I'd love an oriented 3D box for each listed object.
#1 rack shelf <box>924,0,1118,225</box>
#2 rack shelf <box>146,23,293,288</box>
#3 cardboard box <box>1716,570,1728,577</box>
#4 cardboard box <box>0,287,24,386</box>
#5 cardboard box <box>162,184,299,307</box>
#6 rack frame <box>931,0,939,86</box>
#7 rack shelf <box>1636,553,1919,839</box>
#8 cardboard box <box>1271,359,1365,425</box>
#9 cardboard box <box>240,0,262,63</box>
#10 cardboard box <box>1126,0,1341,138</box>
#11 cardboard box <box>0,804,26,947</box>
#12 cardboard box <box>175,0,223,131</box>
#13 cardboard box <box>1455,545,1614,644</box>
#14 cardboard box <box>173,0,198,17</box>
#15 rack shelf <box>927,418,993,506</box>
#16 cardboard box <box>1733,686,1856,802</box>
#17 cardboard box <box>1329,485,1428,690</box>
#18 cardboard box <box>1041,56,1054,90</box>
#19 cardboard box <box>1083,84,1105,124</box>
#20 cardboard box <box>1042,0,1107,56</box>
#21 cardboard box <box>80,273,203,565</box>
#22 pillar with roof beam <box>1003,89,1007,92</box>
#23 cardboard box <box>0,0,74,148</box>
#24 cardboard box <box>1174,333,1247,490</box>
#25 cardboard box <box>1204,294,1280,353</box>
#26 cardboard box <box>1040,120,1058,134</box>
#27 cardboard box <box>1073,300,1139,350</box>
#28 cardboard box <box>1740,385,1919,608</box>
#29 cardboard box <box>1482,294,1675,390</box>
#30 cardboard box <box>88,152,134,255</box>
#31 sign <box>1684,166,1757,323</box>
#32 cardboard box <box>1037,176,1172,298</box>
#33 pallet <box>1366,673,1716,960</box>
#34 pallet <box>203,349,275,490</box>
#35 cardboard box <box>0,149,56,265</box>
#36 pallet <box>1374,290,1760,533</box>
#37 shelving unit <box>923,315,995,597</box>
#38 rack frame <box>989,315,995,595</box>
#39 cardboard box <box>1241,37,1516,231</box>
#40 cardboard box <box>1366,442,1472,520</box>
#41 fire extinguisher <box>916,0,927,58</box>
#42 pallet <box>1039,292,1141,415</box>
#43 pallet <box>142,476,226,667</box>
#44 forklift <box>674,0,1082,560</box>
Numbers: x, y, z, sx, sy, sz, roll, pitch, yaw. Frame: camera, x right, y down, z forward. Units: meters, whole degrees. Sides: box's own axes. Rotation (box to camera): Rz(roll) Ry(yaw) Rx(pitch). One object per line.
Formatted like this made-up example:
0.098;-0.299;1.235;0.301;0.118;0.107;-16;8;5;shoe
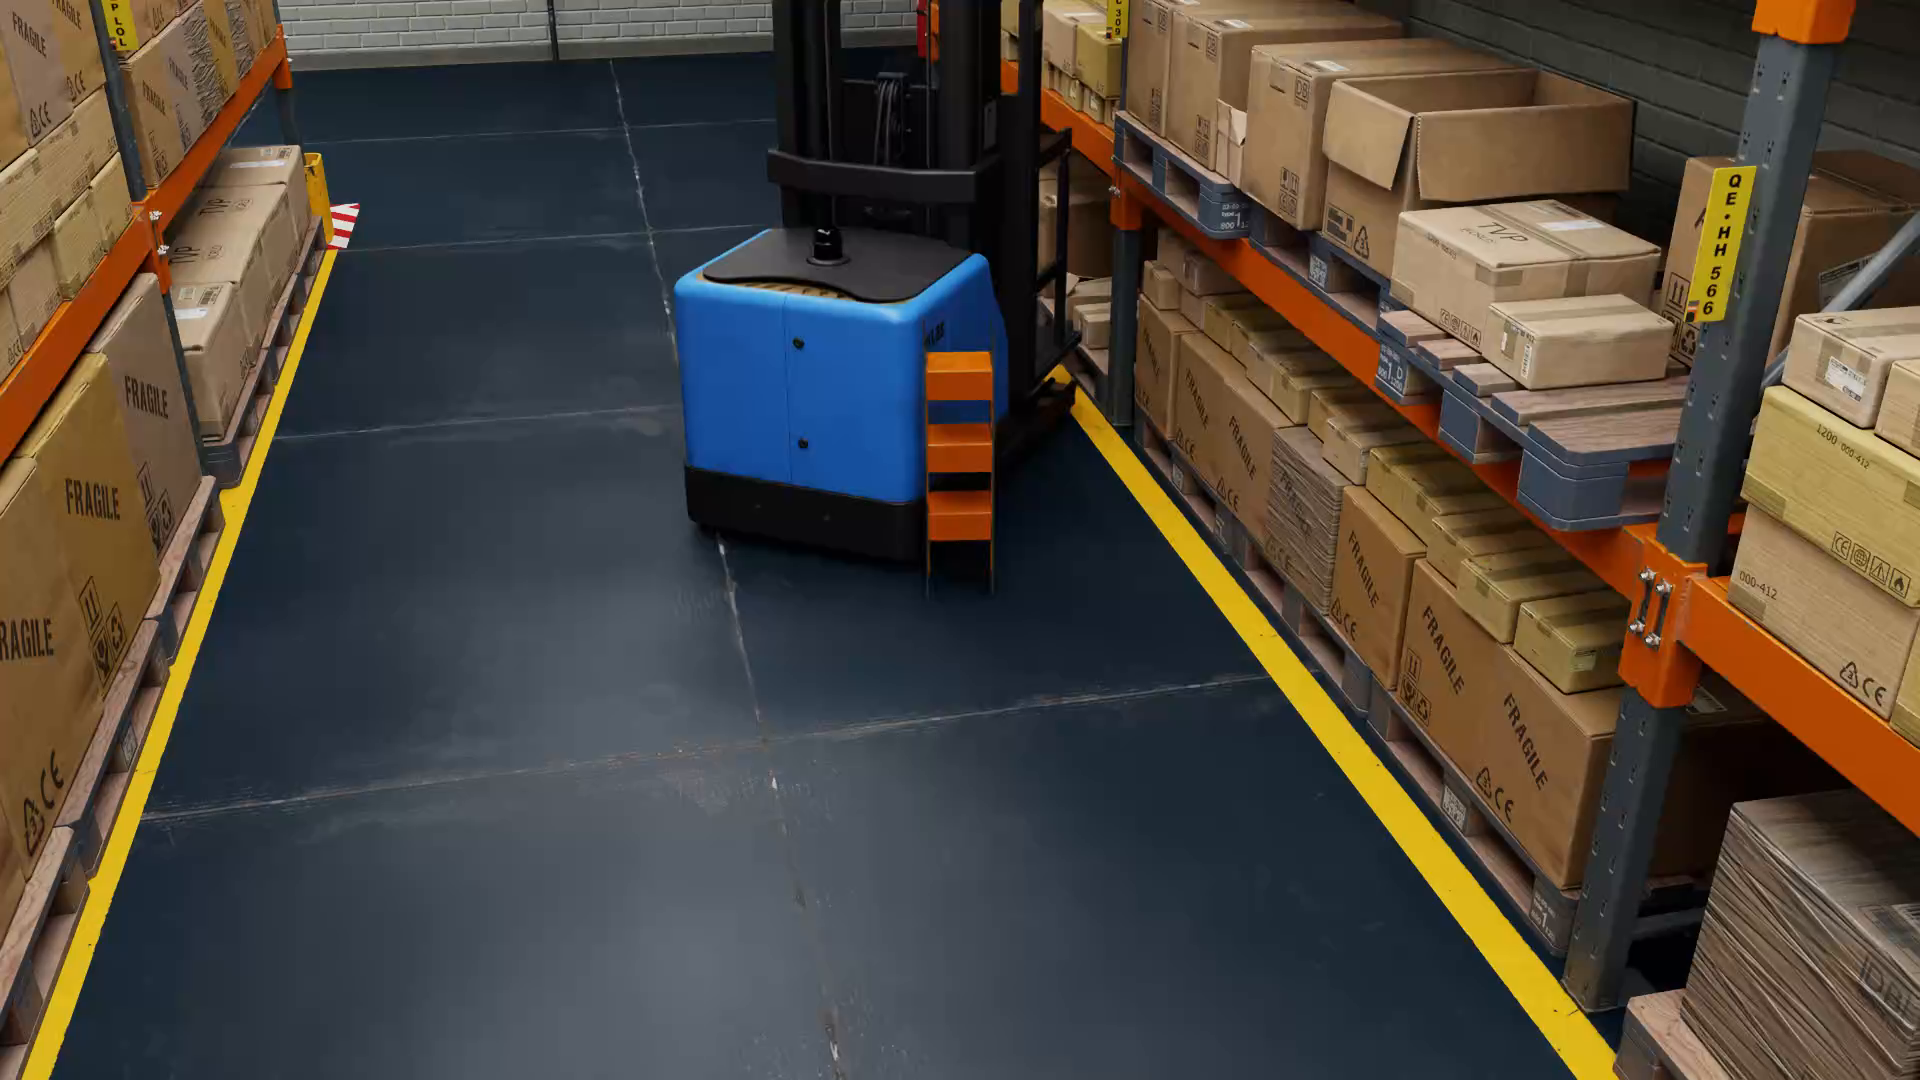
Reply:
0.741;-2.496;9.164;1.077;0.370;4.000;-6;27;-12;rack shelf
-4.094;-1.990;8.162;1.077;0.370;4.000;-6;27;-12;rack shelf
2.279;0.195;4.622;0.380;0.149;0.250;-5;27;-9;cardboard box
-2.968;-0.521;4.621;0.500;0.250;0.500;-6;27;-12;cardboard box
-4.085;-1.552;8.874;0.875;0.438;0.875;-5;27;-10;cardboard box
0.290;-3.695;10.742;1.000;3.000;0.127;-6;27;-12;rack frame
2.544;1.016;2.206;1.077;0.370;4.000;-6;27;-12;rack shelf
1.368;-0.549;6.096;0.380;0.149;0.250;-5;27;-10;cardboard box
-4.080;-2.827;8.911;0.500;0.500;0.500;-7;28;-13;cardboard box
1.083;-1.936;6.680;0.700;0.500;0.500;-5;27;-10;cardboard box
-2.817;0.772;3.783;0.875;0.875;0.875;-6;27;-12;cardboard box
-3.710;-2.151;7.571;0.500;0.500;0.500;-6;27;-11;cardboard box
1.643;0.148;4.716;0.380;0.149;0.250;-7;28;-14;cardboard box
-3.727;-2.606;7.364;0.500;0.500;0.500;-5;27;-11;cardboard box
-0.004;-0.292;6.183;0.240;0.259;0.215;-1;27;-2;rack shelf
2.271;0.532;4.675;0.500;0.500;0.500;-5;27;-10;cardboard box
1.565;0.131;5.469;0.500;0.500;0.500;-5;27;-9;cardboard box
0.594;-2.392;8.439;0.380;0.149;0.250;-6;27;-12;cardboard box
0.794;-2.053;7.768;0.380;0.149;0.250;-5;27;-10;cardboard box
0.612;-2.642;8.492;0.500;0.250;0.500;-6;27;-12;cardboard box
-3.426;-0.408;6.122;0.875;0.875;0.875;-5;27;-10;cardboard box
-3.634;-7.211;11.050;9.100;9.000;0.400;-6;27;-12;pillar with roof beam
-3.175;-1.527;5.226;0.500;0.500;0.500;-5;27;-11;cardboard box
1.211;-0.543;6.804;0.500;0.500;0.500;-6;27;-12;cardboard box
1.220;-0.890;6.773;0.380;0.149;0.250;-7;28;-14;cardboard box
0.335;-2.490;10.658;0.797;0.503;0.637;-7;28;-14;cardboard box
0.780;-1.068;8.236;0.380;0.149;0.250;-7;28;-13;cardboard box
1.931;-0.117;3.264;0.500;0.250;0.500;-6;27;-12;cardboard box
1.571;-0.508;4.240;0.380;0.149;0.250;-5;27;-11;cardboard box
-3.297;-1.195;5.955;0.500;0.250;0.500;-7;28;-13;cardboard box
1.566;-0.605;3.423;0.100;0.325;0.005;-6;27;-12;sign
0.724;-1.653;9.005;0.700;0.500;0.500;-7;28;-14;cardboard box
1.961;0.730;5.069;1.003;0.211;1.213;-6;27;-12;pallet
-3.739;-0.530;7.566;1.003;0.211;1.213;-6;27;-12;pallet
-3.065;-0.975;4.965;0.500;0.250;0.500;-5;27;-10;cardboard box
1.872;-0.388;4.402;1.213;0.211;1.003;-6;27;-12;pallet
-0.004;-0.301;6.179;0.252;1.050;0.215;-1;27;-2;shelving unit
0.118;-0.303;6.182;0.008;1.050;0.200;-1;27;-2;rack frame
1.376;-1.364;5.547;0.700;0.500;0.500;-6;27;-12;cardboard box
1.555;-0.202;5.409;0.380;0.149;0.250;-6;27;-12;cardboard box
-0.193;-3.512;10.878;0.296;0.674;0.183;-6;27;-12;fire extinguisher
1.038;-0.996;8.488;1.003;0.211;1.213;-6;27;-12;pallet
-3.396;0.143;6.233;1.003;0.211;1.213;-6;27;-12;pallet
-0.094;-1.873;7.209;1.130;2.935;3.031;10;29;19;forklift
